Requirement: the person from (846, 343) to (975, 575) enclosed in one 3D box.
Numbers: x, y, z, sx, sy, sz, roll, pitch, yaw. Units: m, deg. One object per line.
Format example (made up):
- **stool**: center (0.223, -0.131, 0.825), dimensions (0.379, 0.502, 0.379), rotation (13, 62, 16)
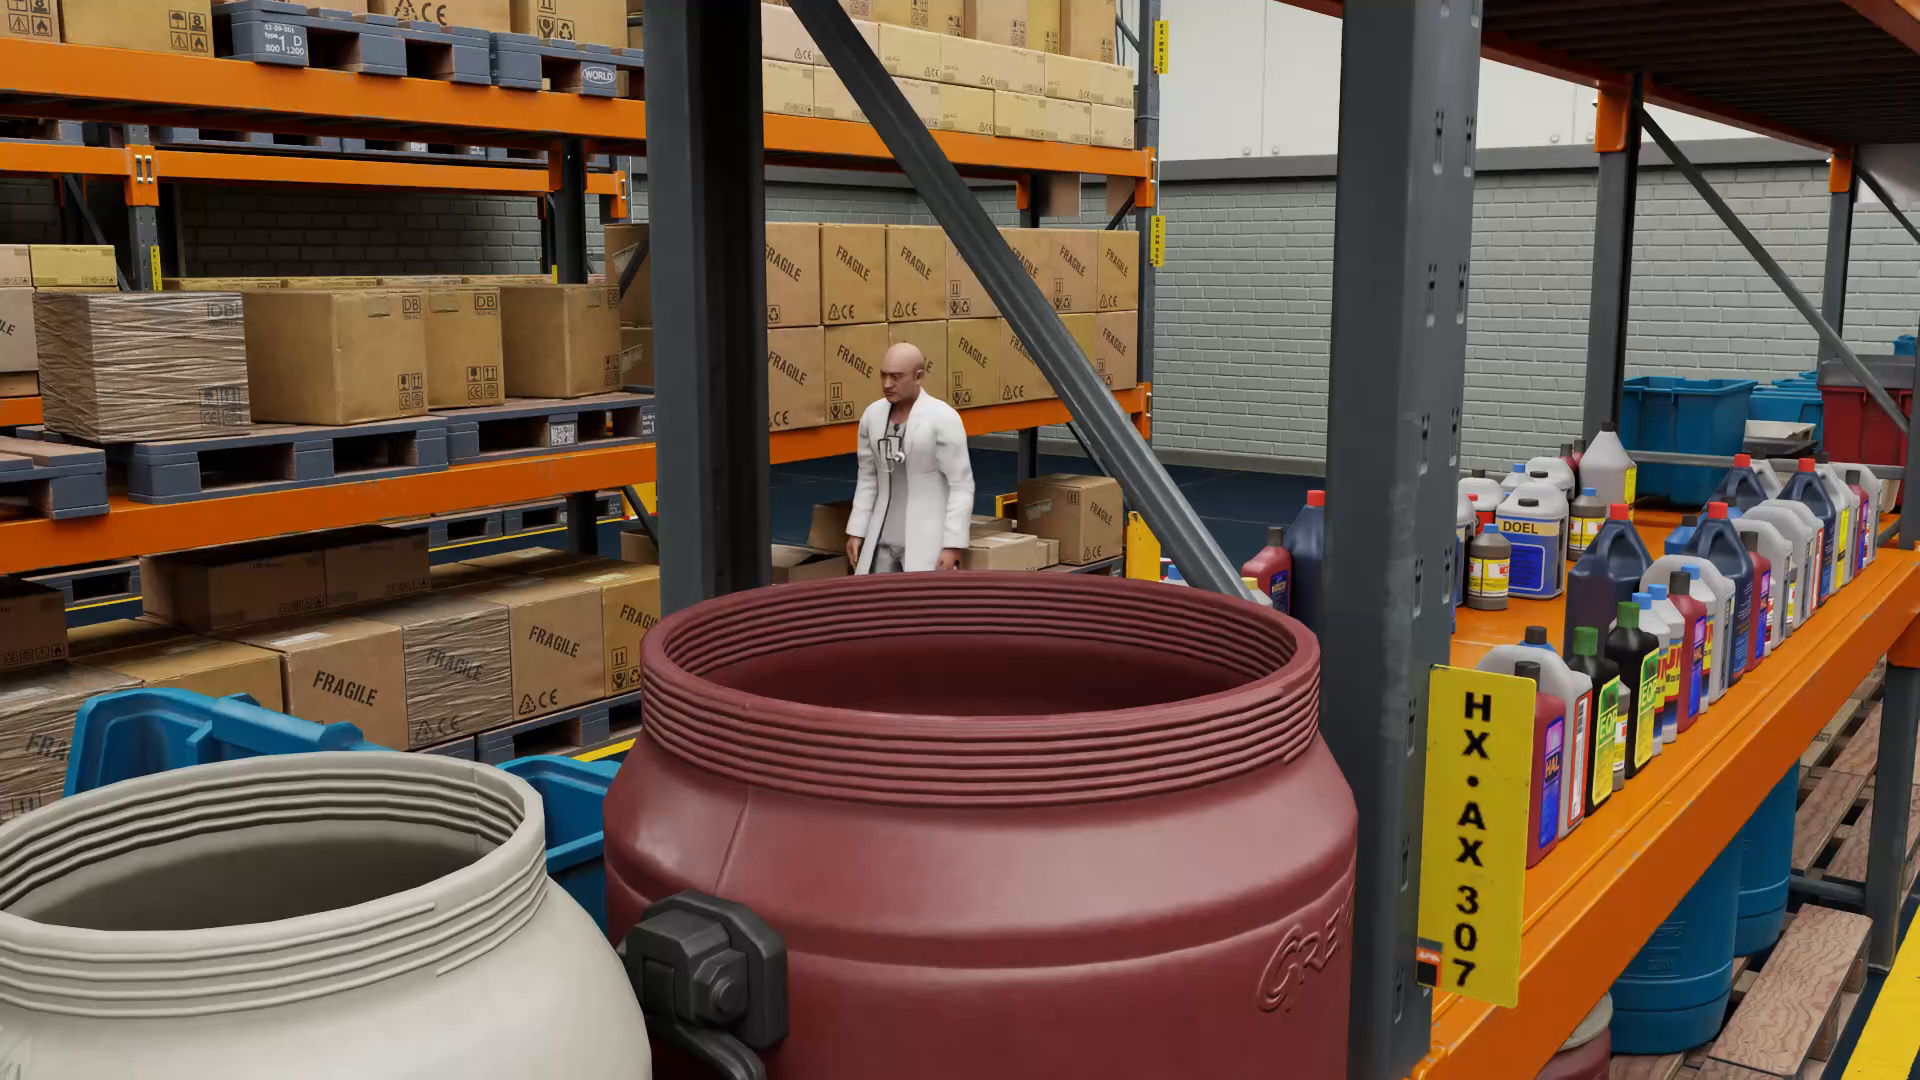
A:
- **person**: center (-0.231, 0.023, 7.301), dimensions (0.647, 1.774, 0.418), rotation (7, 12, 35)
